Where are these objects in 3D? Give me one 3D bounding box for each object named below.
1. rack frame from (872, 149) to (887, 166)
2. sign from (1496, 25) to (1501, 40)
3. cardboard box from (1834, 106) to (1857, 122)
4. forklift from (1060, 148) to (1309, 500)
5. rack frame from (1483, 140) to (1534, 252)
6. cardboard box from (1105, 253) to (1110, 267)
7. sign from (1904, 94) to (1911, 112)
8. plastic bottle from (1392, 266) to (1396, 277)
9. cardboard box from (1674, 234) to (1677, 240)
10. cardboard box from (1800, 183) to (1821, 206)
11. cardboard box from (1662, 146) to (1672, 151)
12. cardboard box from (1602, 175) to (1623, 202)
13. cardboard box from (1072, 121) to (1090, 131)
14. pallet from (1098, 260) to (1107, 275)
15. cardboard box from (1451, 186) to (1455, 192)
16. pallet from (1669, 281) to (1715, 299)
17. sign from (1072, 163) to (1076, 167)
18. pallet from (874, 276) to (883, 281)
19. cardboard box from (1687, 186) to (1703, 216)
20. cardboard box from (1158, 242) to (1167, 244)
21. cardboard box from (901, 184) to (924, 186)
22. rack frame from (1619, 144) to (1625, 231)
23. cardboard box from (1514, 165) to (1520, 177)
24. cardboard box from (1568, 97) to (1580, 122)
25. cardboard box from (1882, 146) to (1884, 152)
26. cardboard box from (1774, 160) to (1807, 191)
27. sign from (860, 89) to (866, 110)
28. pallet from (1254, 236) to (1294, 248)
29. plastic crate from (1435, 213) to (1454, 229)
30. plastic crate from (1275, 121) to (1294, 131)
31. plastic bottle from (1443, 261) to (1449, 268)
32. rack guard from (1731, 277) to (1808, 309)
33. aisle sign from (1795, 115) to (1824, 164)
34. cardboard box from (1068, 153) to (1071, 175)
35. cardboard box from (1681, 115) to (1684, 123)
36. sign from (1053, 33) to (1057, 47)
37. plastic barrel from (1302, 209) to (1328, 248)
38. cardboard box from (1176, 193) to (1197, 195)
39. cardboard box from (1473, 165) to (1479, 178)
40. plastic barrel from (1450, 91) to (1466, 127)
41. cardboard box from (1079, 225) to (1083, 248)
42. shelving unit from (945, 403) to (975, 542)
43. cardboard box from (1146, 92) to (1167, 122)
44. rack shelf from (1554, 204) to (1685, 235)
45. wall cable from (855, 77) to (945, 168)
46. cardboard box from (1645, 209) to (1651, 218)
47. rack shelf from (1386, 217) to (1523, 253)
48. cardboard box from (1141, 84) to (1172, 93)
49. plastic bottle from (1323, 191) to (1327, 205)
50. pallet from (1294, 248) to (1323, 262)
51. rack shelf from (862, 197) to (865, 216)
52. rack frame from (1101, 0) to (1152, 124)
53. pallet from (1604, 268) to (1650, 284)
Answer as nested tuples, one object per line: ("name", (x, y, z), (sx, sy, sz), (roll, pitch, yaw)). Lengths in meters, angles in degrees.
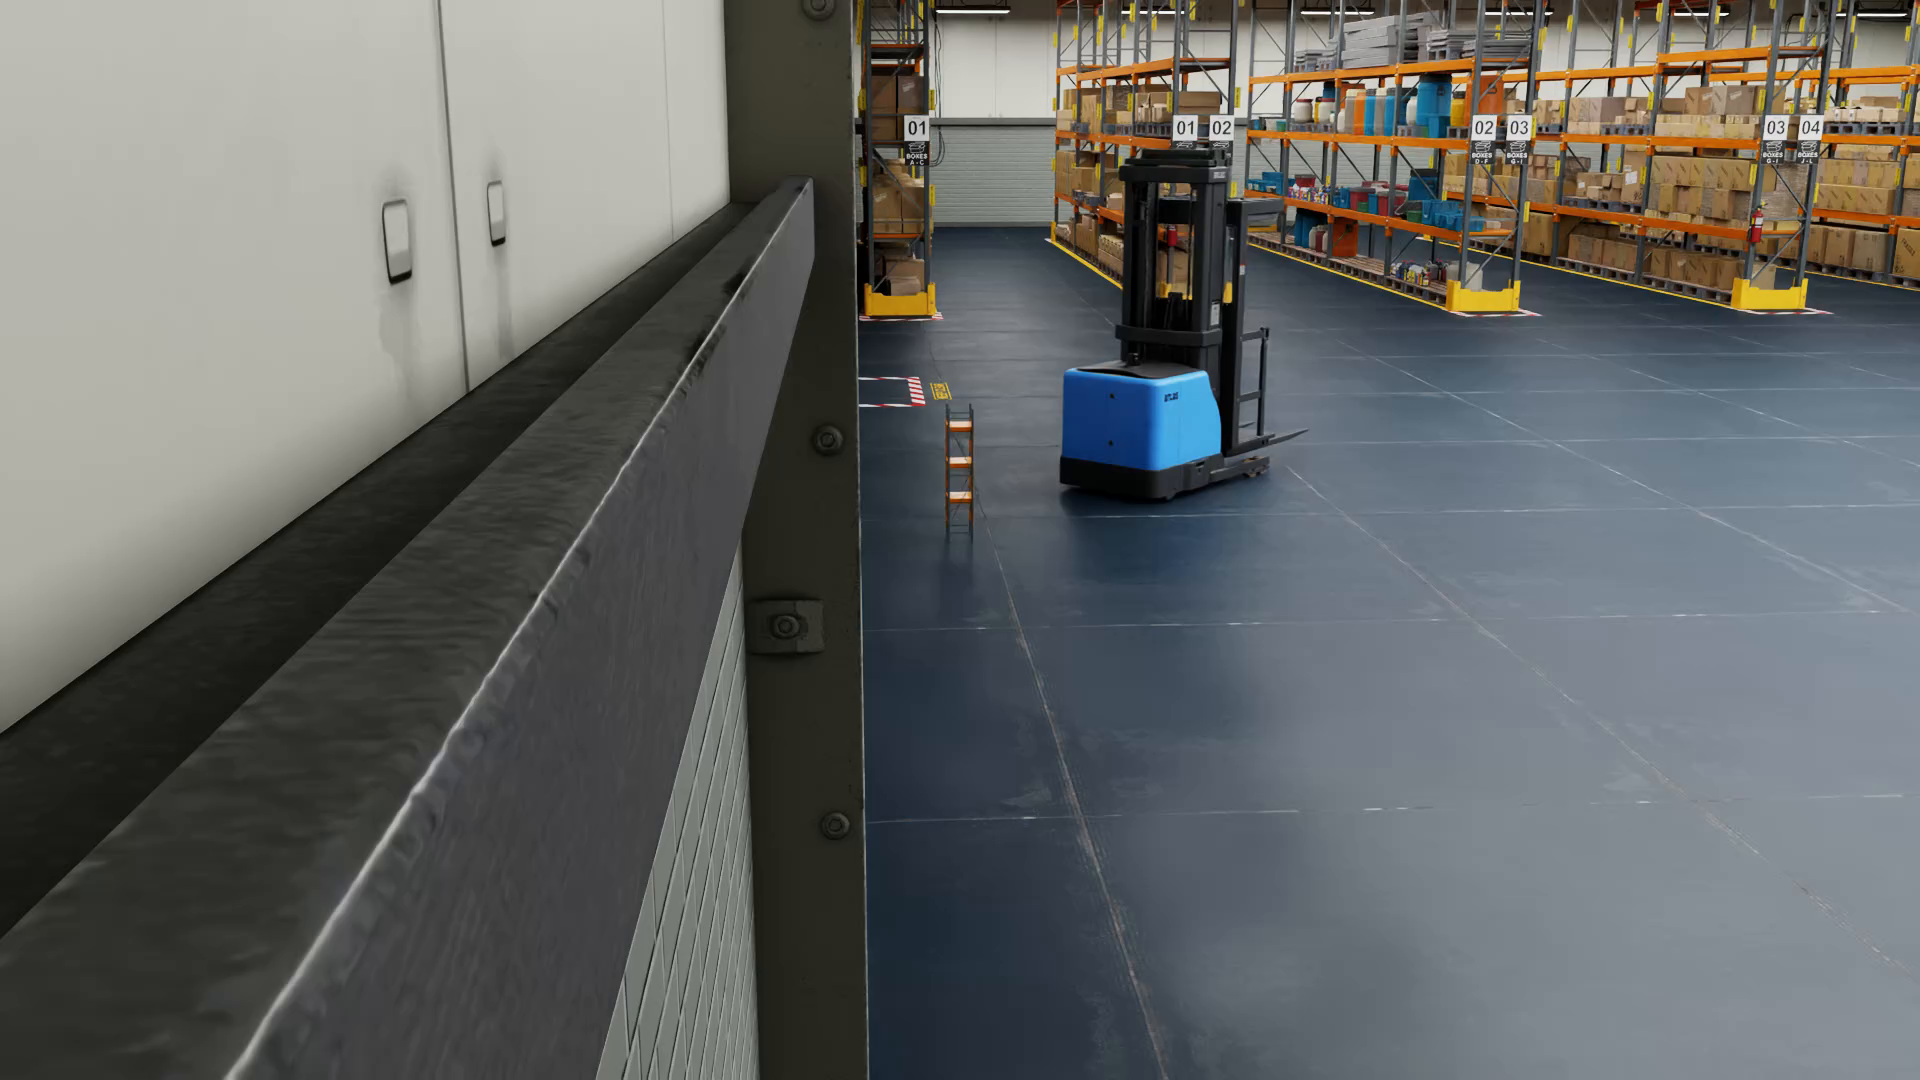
("rack frame", (-1.491, -7.170, 34.875), (0.949, 2.616, 0.053), (-1, 14, -3))
("sign", (12.534, -11.826, 38.739), (0.100, 0.325, 0.005), (-1, 14, -3))
("cardboard box", (18.182, -8.677, 33.845), (0.500, 0.311, 0.500), (-1, 14, -4))
("forklift", (2.217, -2.064, 15.165), (1.130, 2.935, 3.031), (12, 19, 38))
("rack frame", (13.090, -8.394, 39.632), (1.000, 3.000, 0.127), (-1, 14, -3))
("cardboard box", (3.260, -5.730, 33.954), (0.500, 0.250, 0.500), (-1, 14, -5))
("sign", (18.001, -8.301, 31.580), (0.100, 0.325, 0.005), (-1, 14, -3))
("plastic bottle", (8.231, -5.075, 31.464), (0.097, 0.201, 0.097), (0, 14, 0))
("cardboard box", (17.750, -7.427, 40.750), (0.380, 0.149, 0.250), (0, 14, -2))
("cardboard box", (18.087, -7.257, 35.012), (0.500, 0.500, 0.500), (-1, 14, -4))
("cardboard box", (17.693, -9.491, 41.091), (0.500, 0.500, 0.500), (-1, 14, -2))
("cardboard box", (13.386, -7.088, 33.504), (0.797, 0.503, 0.637), (1, 14, 2))
("cardboard box", (2.907, -9.739, 39.141), (0.500, 0.250, 0.500), (-1, 14, -3))
("pallet", (3.462, -5.692, 34.725), (1.003, 0.211, 1.213), (-1, 14, -3))
("cardboard box", (12.617, -8.854, 41.924), (0.380, 0.149, 0.250), (-1, 14, -4))
("pallet", (13.741, -4.584, 30.418), (1.003, 0.211, 1.213), (-1, 14, -3))
("sign", (2.661, -8.651, 38.894), (0.100, 0.325, 0.005), (-1, 14, -3))
("pallet", (-1.296, -5.019, 32.108), (1.003, 0.211, 1.213), (-1, 14, -3))
("cardboard box", (13.669, -6.112, 29.963), (0.875, 0.500, 0.500), (-1, 14, -3))
("cardboard box", (3.476, -5.119, 30.072), (0.500, 0.500, 0.500), (-1, 14, -3))
("cardboard box", (-0.748, -5.727, 28.022), (0.500, 0.500, 0.500), (-1, 14, -3))
("rack frame", (17.799, -9.441, 43.699), (1.000, 3.000, 0.127), (-1, 14, -3))
("cardboard box", (13.169, -8.599, 38.214), (0.797, 0.503, 0.637), (-1, 14, -3))
("cardboard box", (13.110, -9.022, 34.848), (0.500, 0.500, 0.500), (-1, 14, -3))
("cardboard box", (22.736, -9.533, 40.549), (0.380, 0.149, 0.250), (-1, 14, -2))
("cardboard box", (14.071, -6.228, 28.407), (0.500, 0.500, 0.500), (-1, 14, -3))
("sign", (-1.553, -7.059, 26.644), (0.100, 0.325, 0.005), (-1, 14, -3))
("pallet", (7.983, -7.454, 41.573), (1.003, 0.211, 1.213), (-1, 14, -3))
("plastic crate", (8.526, -5.543, 28.848), (0.499, 0.251, 0.408), (-1, 14, -3))
("plastic crate", (7.771, -9.911, 39.843), (0.416, 0.233, 0.300), (-1, 14, -3))
("plastic bottle", (9.001, -4.975, 30.775), (0.144, 0.351, 0.185), (-1, 14, -4))
("rack guard", (13.829, -4.218, 28.418), (1.175, 0.500, 0.348), (-1, 14, -3))
("aisle sign", (14.137, -6.658, 27.667), (0.394, 0.787, 0.004), (-1, 14, -3))
("cardboard box", (2.878, -9.024, 39.873), (0.500, 0.500, 0.500), (-1, 14, -5))
("cardboard box", (13.436, -7.699, 30.410), (0.380, 0.149, 0.250), (0, 14, -2))
("sign", (2.413, -12.625, 42.002), (0.100, 0.325, 0.005), (-1, 14, -3))
("plastic barrel", (8.207, -7.193, 38.333), (0.600, 0.901, 0.708), (-1, 14, -3))
("cardboard box", (3.732, -5.713, 27.707), (0.380, 0.149, 0.250), (-1, 14, -4))
("cardboard box", (12.768, -9.064, 40.433), (0.500, 0.500, 0.500), (-1, 14, -3))
("plastic barrel", (8.692, -7.362, 28.381), (0.600, 0.588, 0.600), (0, 14, 0))
("cardboard box", (3.033, -6.988, 38.301), (0.500, 0.500, 0.500), (-1, 14, -3))
("shelving unit", (-0.003, -0.522, 12.947), (0.215, 1.050, 0.252), (-1, 14, -3))
("cardboard box", (3.674, -7.615, 29.253), (0.797, 0.503, 0.637), (1, 14, 3))
("rack shelf", (13.462, -6.554, 33.922), (1.077, 0.370, 4.000), (-1, 14, -3))
("wall cable", (-1.983, -11.974, 47.735), (3.097, 2.526, 0.112), (-1, 14, -3))
("cardboard box", (13.299, -6.225, 31.705), (0.380, 0.149, 0.250), (-1, 14, -3))
("rack shelf", (8.766, -5.483, 29.759), (1.077, 0.370, 4.000), (-1, 14, -3))
("cardboard box", (3.699, -8.353, 31.407), (0.500, 0.500, 0.500), (-1, 14, -3))
("plastic bottle", (7.929, -7.418, 36.072), (0.061, 0.283, 0.133), (-1, 14, -3))
("pallet", (8.231, -6.471, 37.752), (1.003, 0.211, 1.213), (-1, 14, -3))
("rack shelf", (-1.618, -7.319, 36.897), (1.077, 0.370, 4.000), (-1, 14, -3))
("rack frame", (3.450, -10.153, 34.428), (1.000, 3.000, 0.127), (-1, 14, -3))
("pallet", (13.536, -5.248, 33.000), (1.003, 0.211, 1.213), (-1, 14, -3))
